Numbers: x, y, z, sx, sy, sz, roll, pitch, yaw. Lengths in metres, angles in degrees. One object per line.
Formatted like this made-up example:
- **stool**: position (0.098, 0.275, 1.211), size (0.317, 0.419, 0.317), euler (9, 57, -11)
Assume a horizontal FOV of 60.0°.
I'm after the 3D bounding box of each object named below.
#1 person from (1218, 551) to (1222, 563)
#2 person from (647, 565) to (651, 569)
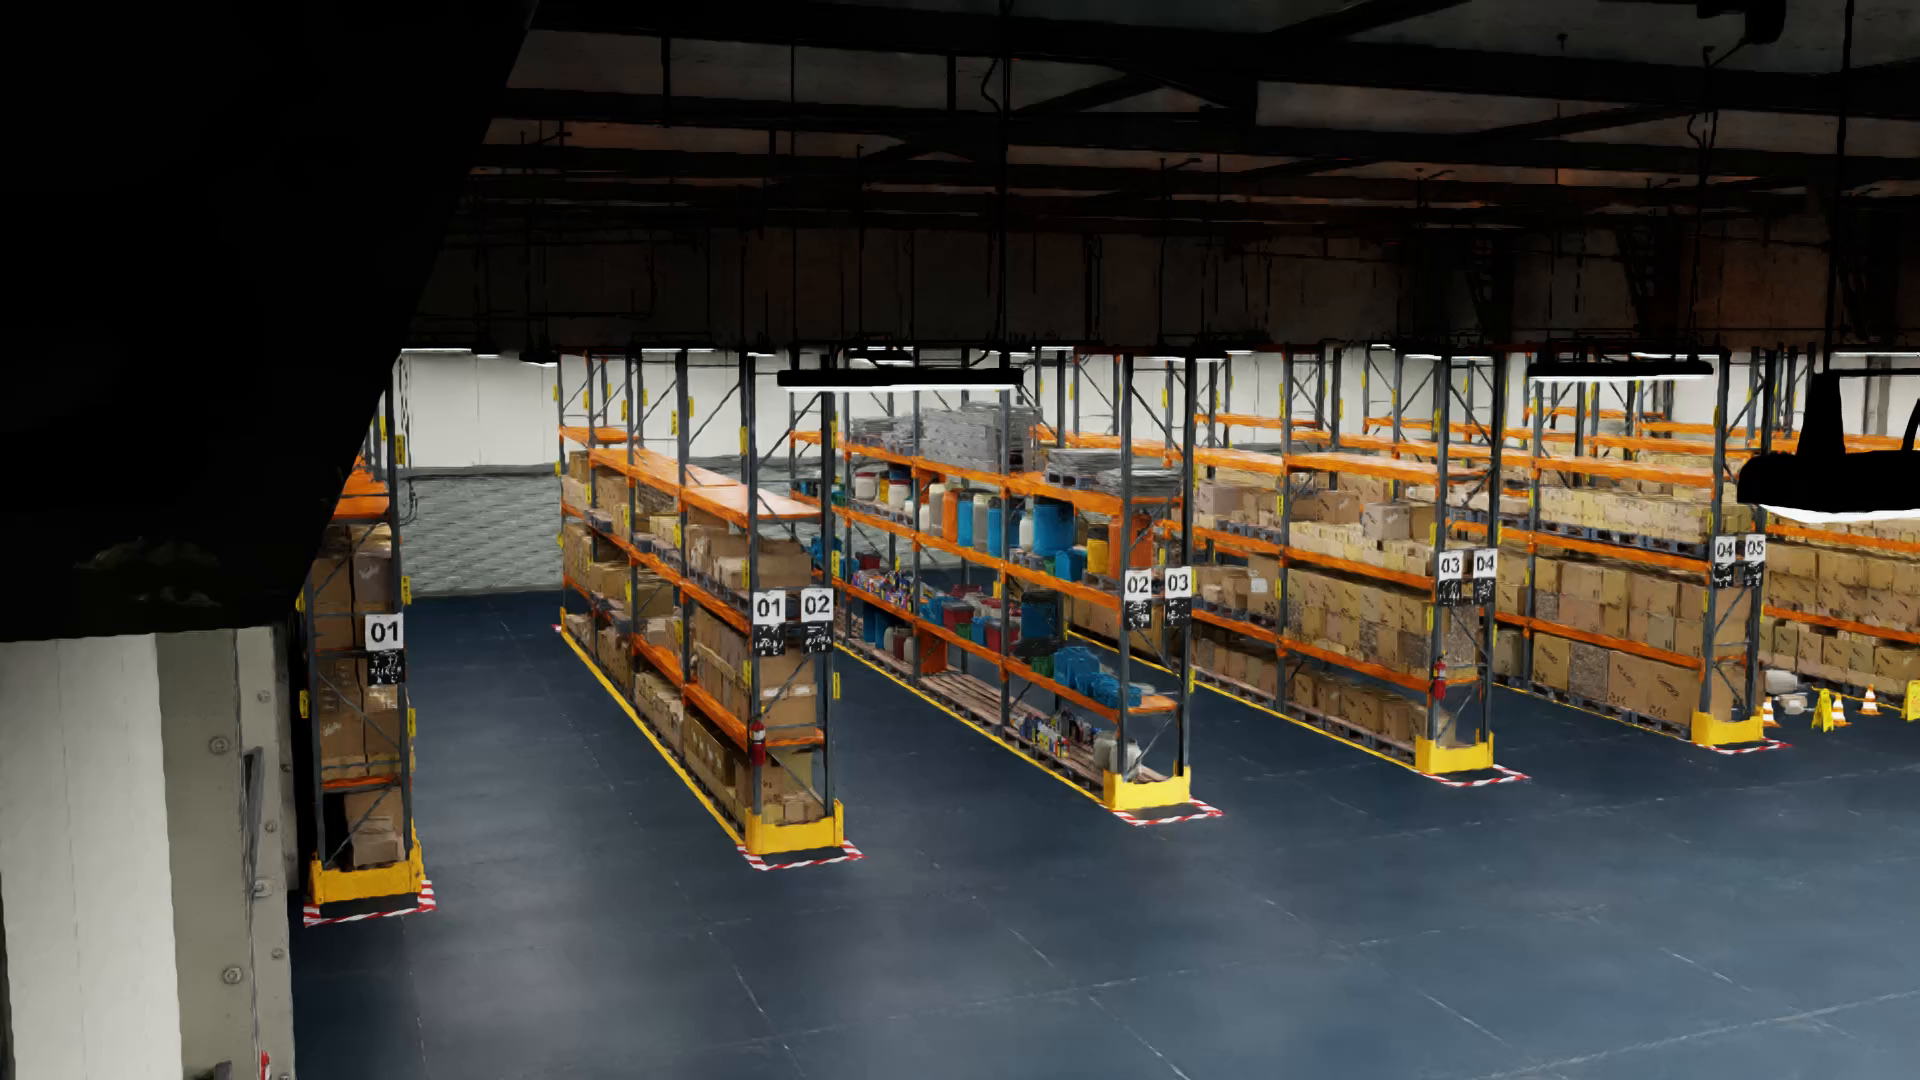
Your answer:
- **person**: position (6.642, 0.006, 43.032), size (0.594, 1.762, 0.614), euler (5, 9, 37)
- **person**: position (-7.532, 0.510, 39.172), size (0.577, 1.691, 1.121), euler (-2, 8, -19)
